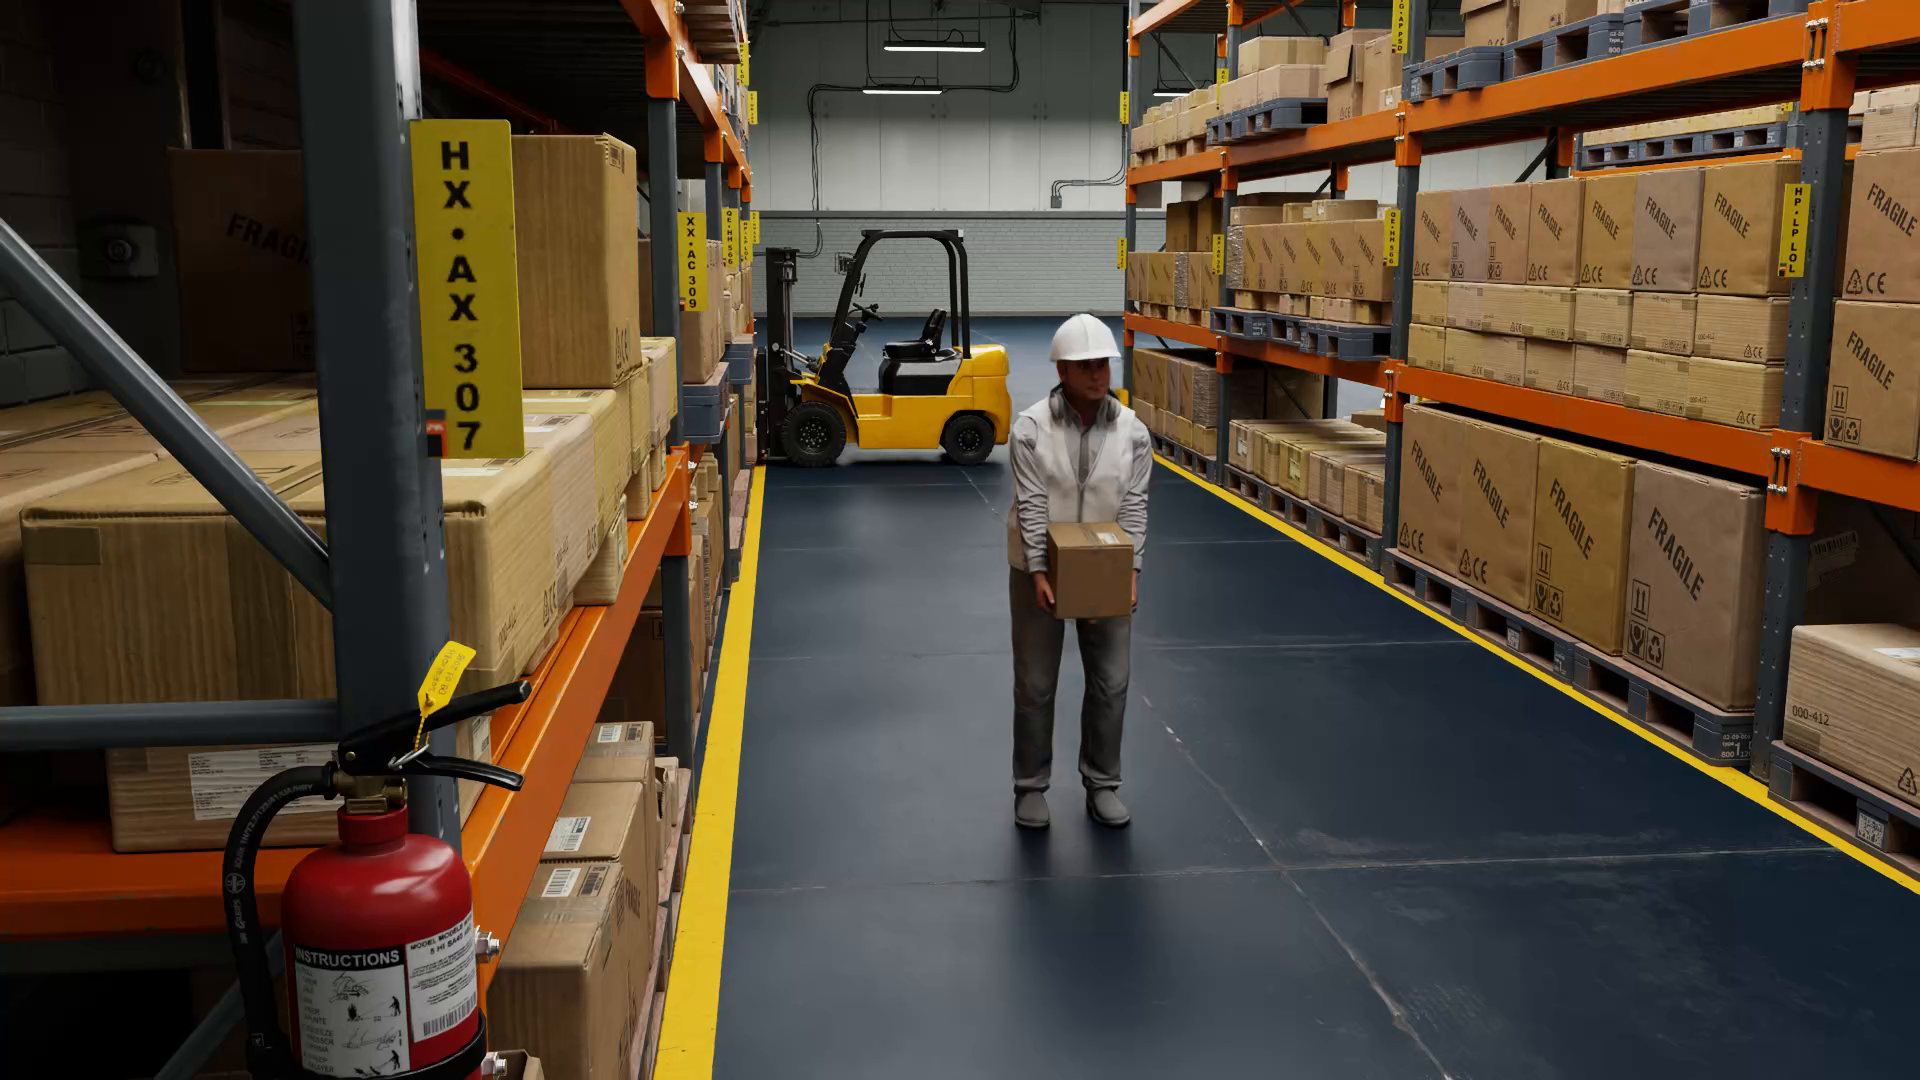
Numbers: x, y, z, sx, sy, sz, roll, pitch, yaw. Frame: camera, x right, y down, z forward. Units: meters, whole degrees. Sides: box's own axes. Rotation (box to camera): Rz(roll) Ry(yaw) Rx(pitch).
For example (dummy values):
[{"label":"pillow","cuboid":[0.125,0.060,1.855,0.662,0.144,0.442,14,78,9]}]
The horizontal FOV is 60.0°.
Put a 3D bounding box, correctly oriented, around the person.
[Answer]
[{"label":"person","cuboid":[0.401,0.121,5.674,0.455,1.765,0.576,-1,10,-7]}]
